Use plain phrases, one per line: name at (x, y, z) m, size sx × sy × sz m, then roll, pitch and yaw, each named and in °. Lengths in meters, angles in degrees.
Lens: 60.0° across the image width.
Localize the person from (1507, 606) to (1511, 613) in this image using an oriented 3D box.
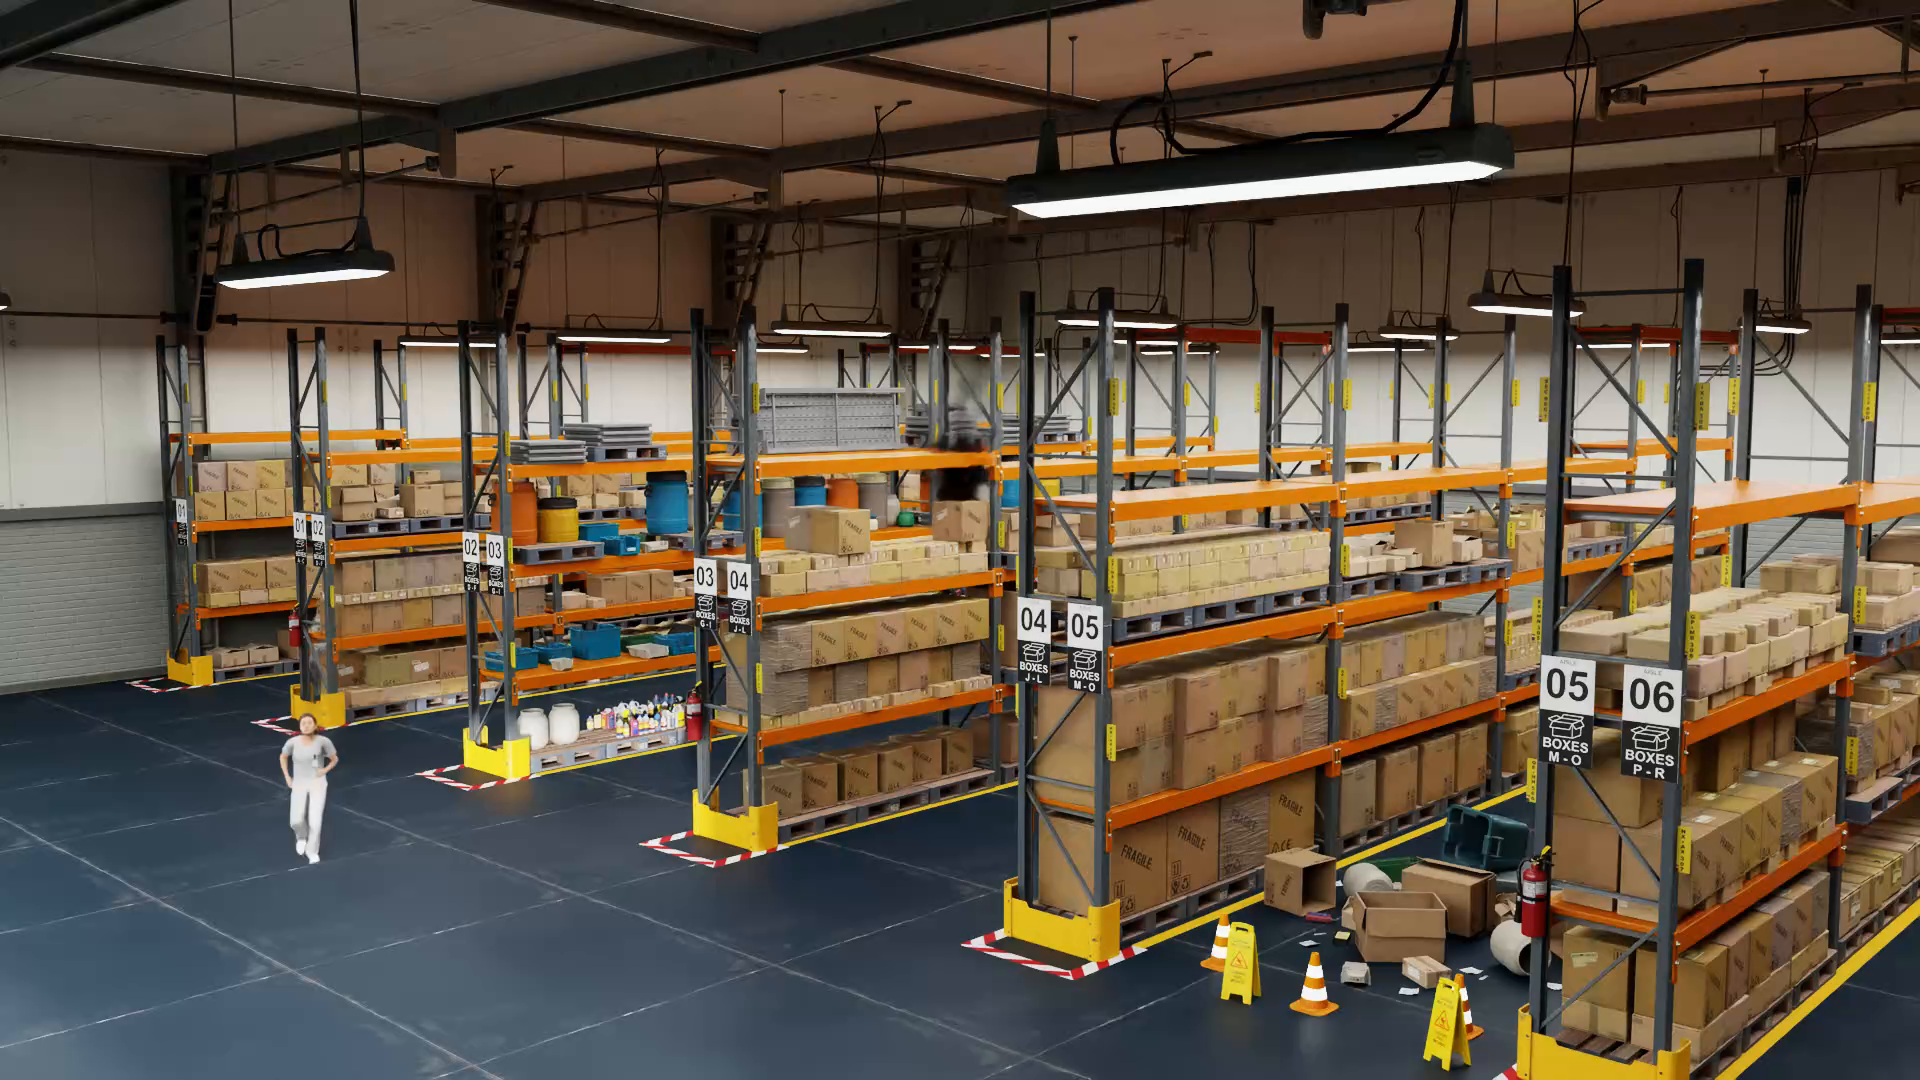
person at (8.445, 1.881, 25.817) m, size 0.570 × 1.740 × 0.717 m, roll -5°, pitch 7°, yaw -41°

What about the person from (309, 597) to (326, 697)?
person at (-10.496, 1.766, 27.389) m, size 0.617 × 1.677 × 0.631 m, roll 3°, pitch 6°, yaw 29°

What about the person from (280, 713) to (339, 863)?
person at (-6.992, 2.671, 17.868) m, size 0.609 × 1.638 × 0.527 m, roll -1°, pitch 6°, yaw -14°
